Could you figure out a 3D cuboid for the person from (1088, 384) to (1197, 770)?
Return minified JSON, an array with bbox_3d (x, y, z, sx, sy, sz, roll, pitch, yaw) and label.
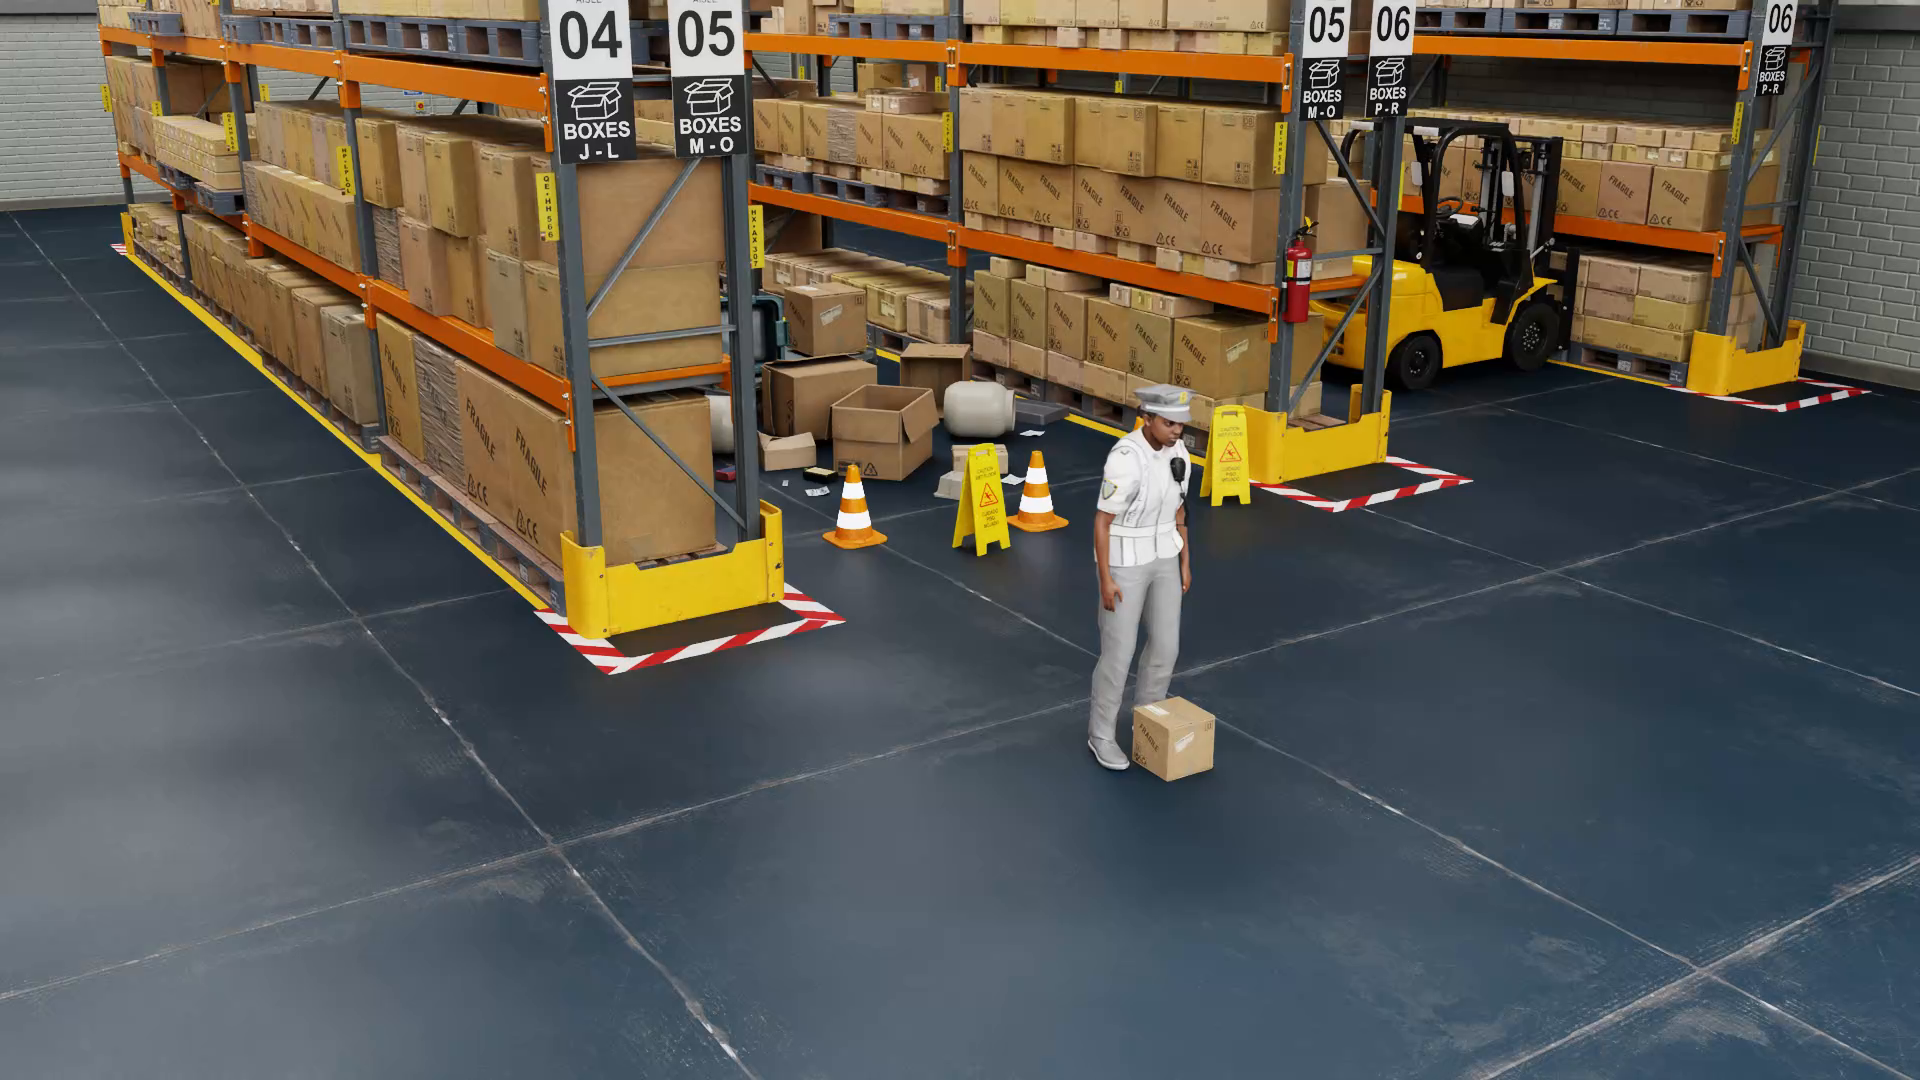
[{"bbox_3d":[0.785,0.134,7.154,0.512,1.657,0.399,-12,22,-32],"label":"person"}]
